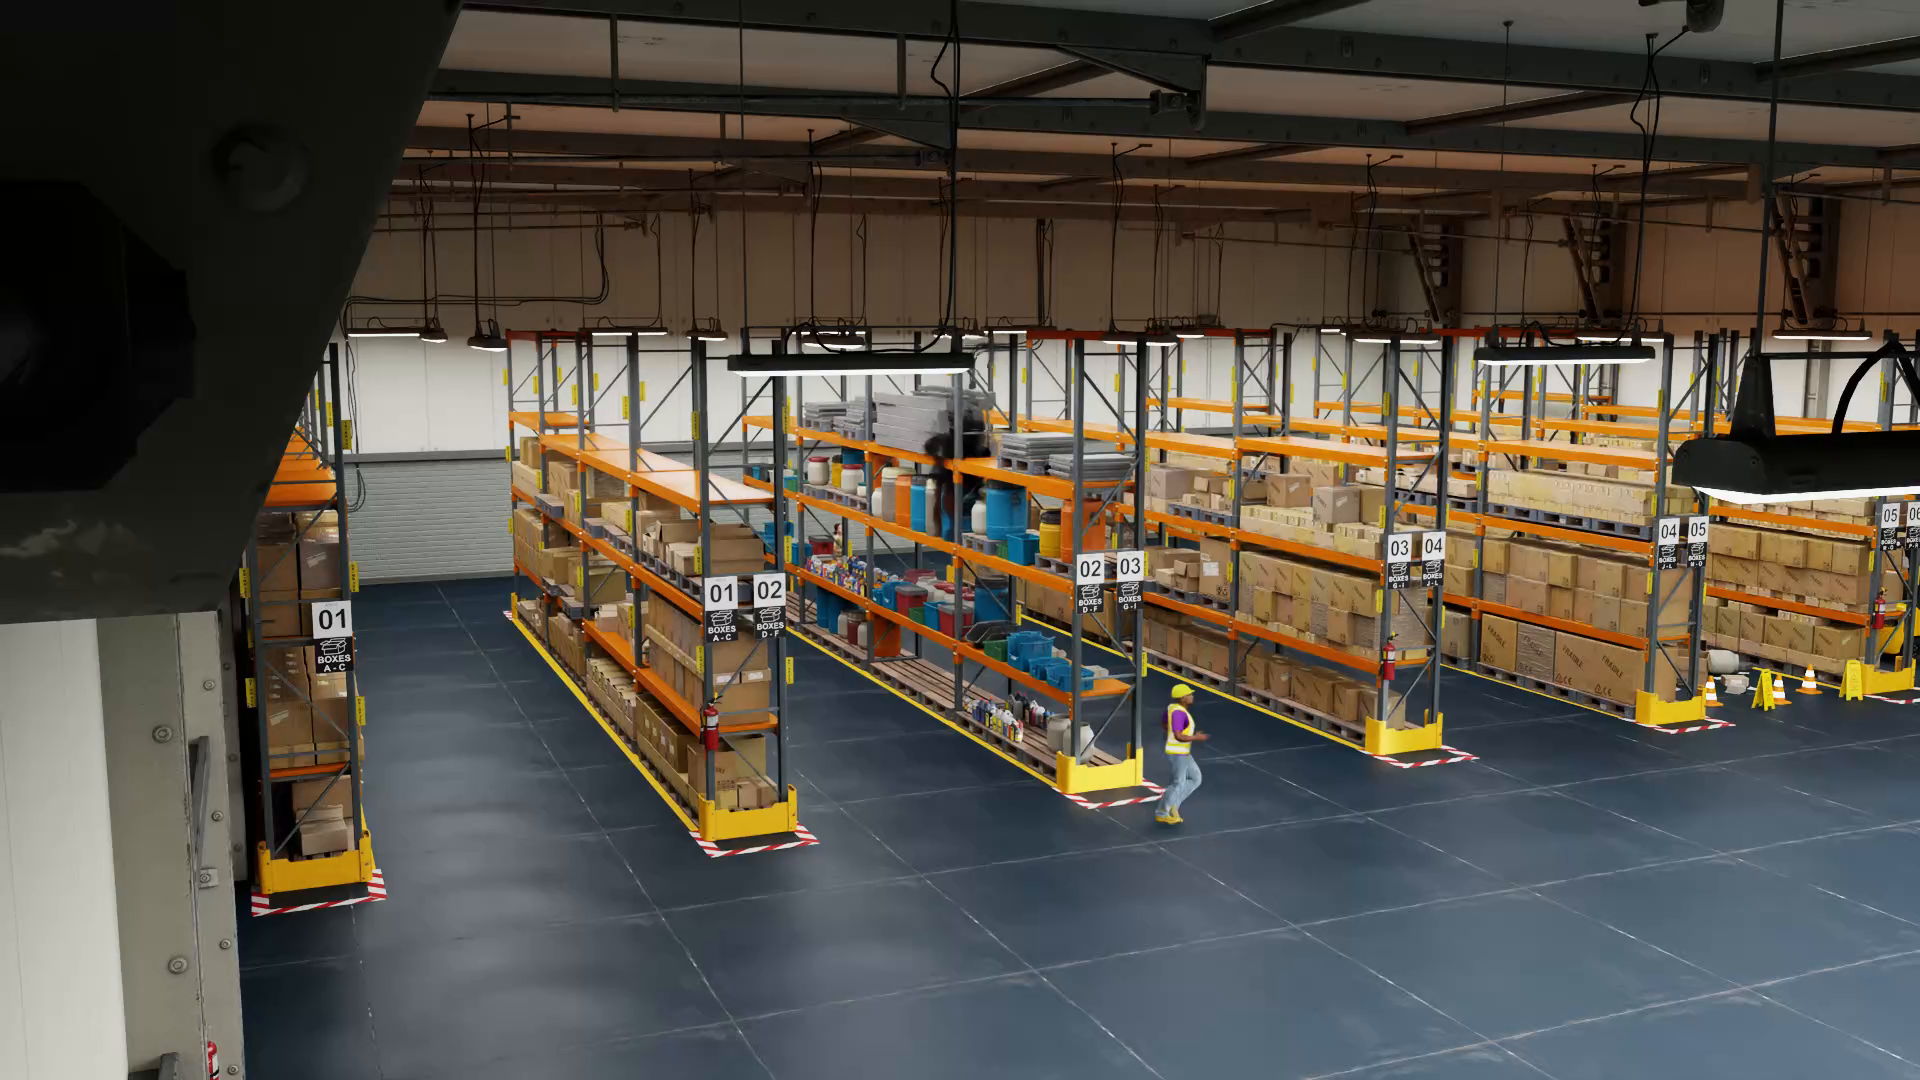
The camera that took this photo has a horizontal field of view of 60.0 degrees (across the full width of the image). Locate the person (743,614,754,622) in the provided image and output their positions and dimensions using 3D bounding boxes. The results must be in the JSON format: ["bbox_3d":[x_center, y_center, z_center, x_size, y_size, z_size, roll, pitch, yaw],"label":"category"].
[{"bbox_3d":[-3.799,1.503,29.108,0.685,1.826,0.777,-5,9,-31],"label":"person"}]

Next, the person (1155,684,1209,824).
[{"bbox_3d":[2.779,2.665,20.756,0.652,1.755,0.705,1,8,10],"label":"person"}]

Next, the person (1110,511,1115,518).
[{"bbox_3d":[3.591,0.098,39.309,0.659,1.821,0.865,-1,8,-9],"label":"person"}]

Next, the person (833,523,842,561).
[{"bbox_3d":[-2.670,0.439,37.465,0.744,1.672,0.613,4,9,29],"label":"person"}]
